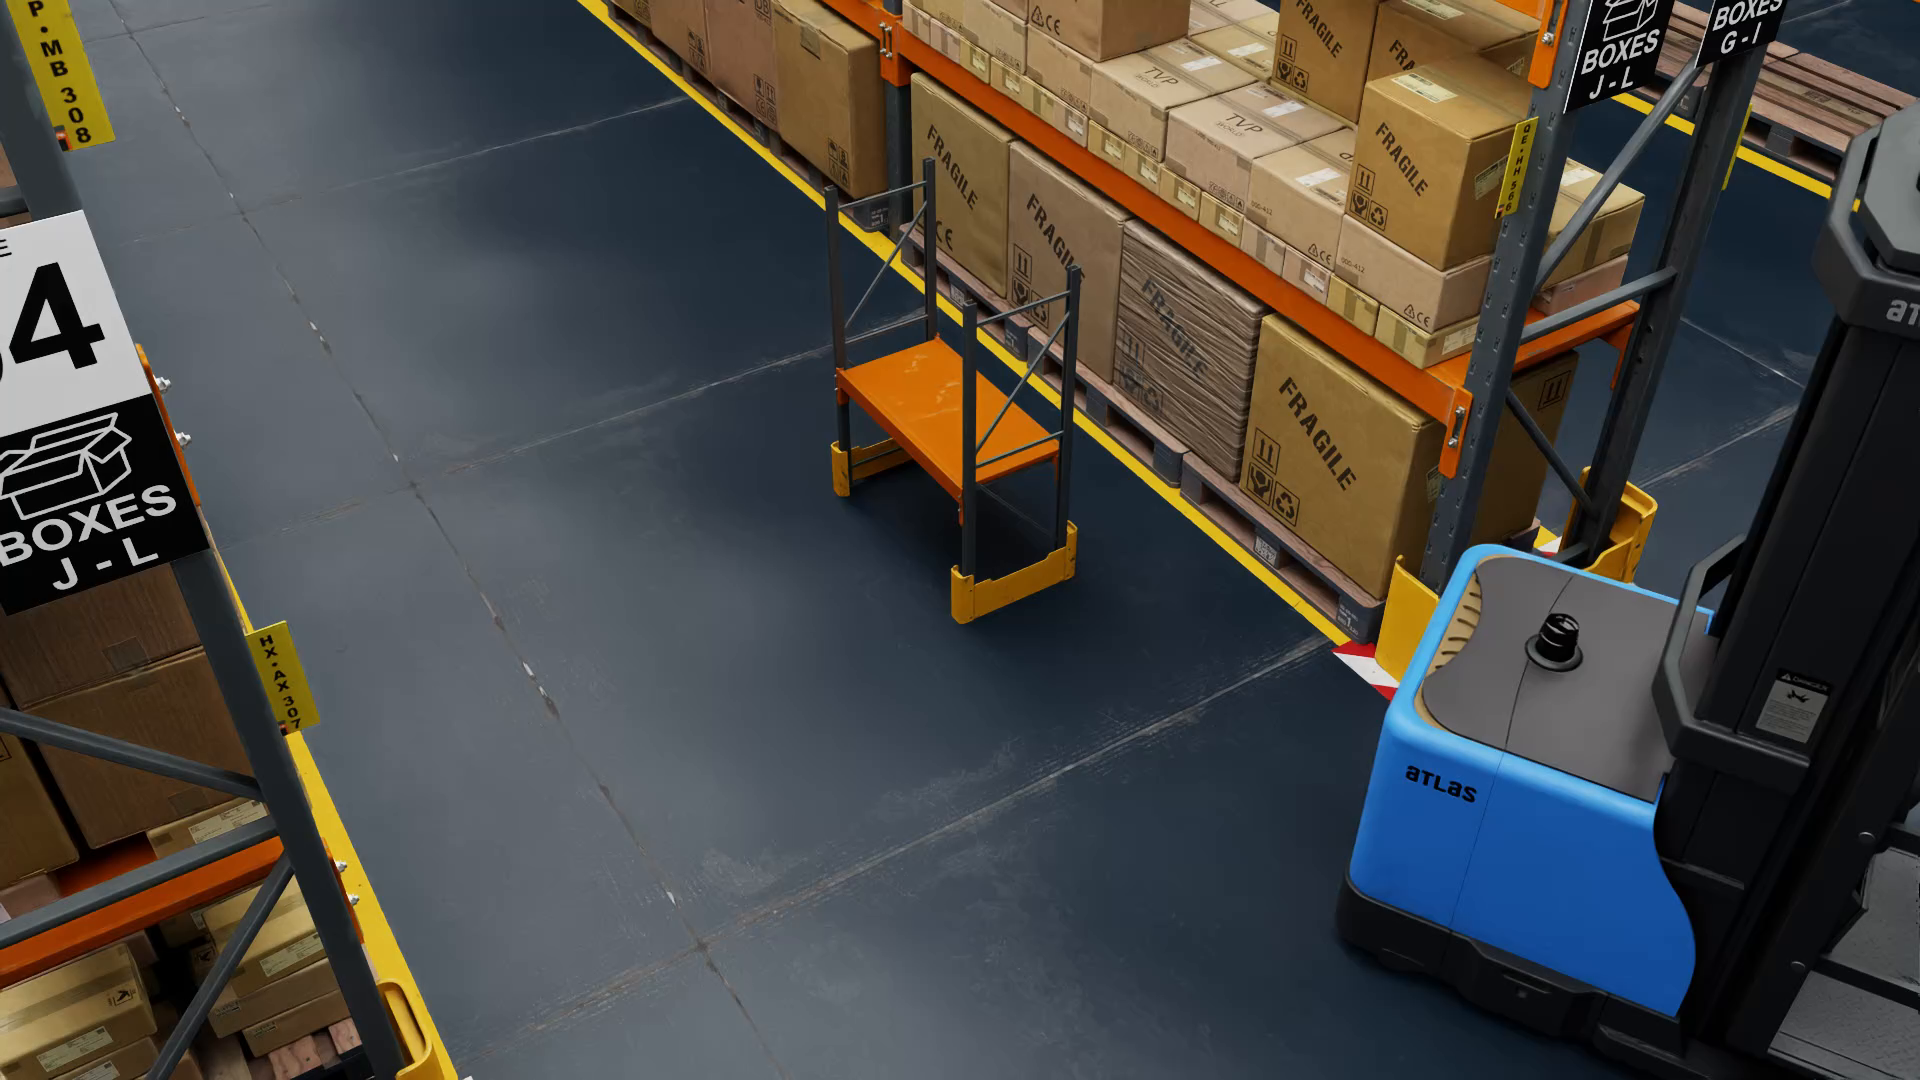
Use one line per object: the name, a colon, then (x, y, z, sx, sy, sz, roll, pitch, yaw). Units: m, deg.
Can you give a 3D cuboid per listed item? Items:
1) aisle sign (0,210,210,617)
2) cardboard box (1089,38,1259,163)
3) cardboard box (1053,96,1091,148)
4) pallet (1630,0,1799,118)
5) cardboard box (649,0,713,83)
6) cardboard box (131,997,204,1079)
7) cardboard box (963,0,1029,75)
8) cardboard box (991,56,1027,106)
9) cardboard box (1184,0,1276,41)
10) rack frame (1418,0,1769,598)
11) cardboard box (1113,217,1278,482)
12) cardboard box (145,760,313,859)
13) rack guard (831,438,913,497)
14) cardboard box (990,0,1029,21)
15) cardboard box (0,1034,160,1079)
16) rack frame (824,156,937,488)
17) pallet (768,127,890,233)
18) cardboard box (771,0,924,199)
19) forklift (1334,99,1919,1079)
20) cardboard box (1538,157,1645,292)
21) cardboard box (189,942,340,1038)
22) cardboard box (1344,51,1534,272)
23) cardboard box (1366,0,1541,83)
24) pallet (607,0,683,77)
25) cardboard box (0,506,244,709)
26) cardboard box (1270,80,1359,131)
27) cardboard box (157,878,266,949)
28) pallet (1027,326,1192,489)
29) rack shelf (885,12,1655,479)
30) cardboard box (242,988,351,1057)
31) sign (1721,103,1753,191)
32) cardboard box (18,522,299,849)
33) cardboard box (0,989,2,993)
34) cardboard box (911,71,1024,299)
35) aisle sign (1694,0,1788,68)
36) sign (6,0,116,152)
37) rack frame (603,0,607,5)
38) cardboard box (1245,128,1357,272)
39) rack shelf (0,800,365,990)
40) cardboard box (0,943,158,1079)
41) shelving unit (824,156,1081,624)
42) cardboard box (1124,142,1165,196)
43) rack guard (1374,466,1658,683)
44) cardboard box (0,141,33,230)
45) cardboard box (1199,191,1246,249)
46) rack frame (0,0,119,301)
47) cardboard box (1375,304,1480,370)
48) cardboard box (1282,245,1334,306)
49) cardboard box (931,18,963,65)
aisle sign: (-1.731, -0.218, 3.138, 0.394, 0.787, 0.004, -22, 45, -24)
cardboard box: (0.899, -1.864, 7.028, 0.500, 0.250, 0.500, -22, 45, -24)
cardboard box: (0.638, -1.897, 7.380, 0.380, 0.149, 0.250, -22, 44, -24)
pallet: (4.666, -3.218, 10.946, 1.003, 0.211, 1.213, -22, 45, -24)
cardboard box: (-1.263, -3.608, 10.569, 1.225, 0.875, 0.875, -22, 45, -24)
cardboard box: (-2.482, 1.566, 4.927, 0.380, 0.149, 0.250, -21, 44, -24)
cardboard box: (0.357, -2.410, 7.684, 0.500, 0.250, 0.500, -22, 45, -25)
cardboard box: (0.367, -2.172, 7.709, 0.380, 0.149, 0.250, -23, 45, -26)
cardboard box: (1.075, -2.322, 7.579, 0.500, 0.250, 0.500, -21, 44, -24)
rack frame: (2.213, -0.809, 5.877, 1.000, 3.000, 0.127, -22, 45, -24)
cardboard box: (1.312, -0.963, 7.394, 0.875, 0.875, 0.875, -22, 45, -24)
cardboard box: (-1.921, 0.653, 4.319, 0.380, 0.149, 0.250, -23, 45, -25)
rack guard: (-0.309, -0.406, 7.542, 0.587, 0.250, 0.087, -22, 45, -24)
cardboard box: (0.362, -2.697, 7.443, 0.500, 0.500, 0.500, -22, 45, -24)
cardboard box: (-2.548, 1.477, 4.801, 0.380, 0.149, 0.250, -23, 45, -25)
rack frame: (-0.319, -0.897, 7.154, 0.500, 1.500, 0.032, -22, 45, -24)
pallet: (-0.417, -2.287, 9.829, 1.003, 0.211, 1.213, -22, 45, -24)
cardboard box: (-0.299, -2.651, 9.420, 1.225, 0.875, 0.875, -22, 45, -24)
forklift: (2.803, 0.410, 4.468, 3.031, 2.935, 1.130, 19, 43, 22)
cardboard box: (2.182, -1.217, 6.252, 0.500, 0.250, 0.500, -23, 45, -25)
cardboard box: (-2.089, 1.293, 5.022, 0.380, 0.149, 0.250, -20, 44, -23)
cardboard box: (1.729, -1.326, 5.797, 0.500, 0.500, 0.500, -22, 44, -24)
cardboard box: (1.913, -1.775, 6.336, 0.500, 0.500, 0.500, -23, 45, -25)
pallet: (-1.729, -3.604, 11.410, 1.003, 0.211, 1.213, -22, 45, -24)
cardboard box: (-2.041, -0.026, 3.847, 0.500, 0.500, 0.500, -22, 45, -25)
cardboard box: (1.630, -1.768, 6.913, 0.500, 0.250, 0.500, -24, 45, -26)
cardboard box: (-2.269, 1.042, 5.090, 0.380, 0.149, 0.250, -21, 44, -24)
pallet: (1.065, -0.800, 8.045, 1.003, 0.211, 1.213, -22, 45, -24)
rack shelf: (1.137, -1.612, 7.403, 1.077, 0.370, 4.000, -22, 45, -24)
cardboard box: (-2.035, 1.385, 5.144, 0.380, 0.149, 0.250, -21, 44, -24)
sign: (2.684, -1.359, 5.800, 0.100, 0.325, 0.005, -22, 45, -24)
cardboard box: (-2.032, 0.354, 4.171, 0.500, 0.500, 0.500, -20, 44, -22)
cardboard box: (-2.829, 1.197, 5.137, 0.380, 0.149, 0.250, -24, 45, -26)
cardboard box: (0.349, -1.929, 8.553, 0.875, 0.875, 0.875, -22, 45, -24)
aisle sign: (2.504, -1.872, 5.122, 0.394, 0.787, 0.004, -22, 45, -24)
sign: (-1.566, -0.831, 2.878, 0.100, 0.325, 0.005, -22, 45, -24)
rack frame: (-2.089, -5.126, 11.059, 1.000, 3.000, 0.127, -22, 45, -24)
cardboard box: (1.456, -1.309, 6.363, 0.500, 0.250, 0.500, -23, 45, -25)
rack shelf: (-3.099, 0.041, 5.419, 1.077, 0.370, 4.000, -22, 45, -24)
cardboard box: (-2.522, 1.351, 4.720, 0.380, 0.149, 0.250, -22, 44, -24)
shelving unit: (-0.041, -0.617, 6.819, 0.587, 1.500, 1.083, -22, 45, -24)
cardboard box: (0.922, -1.616, 7.042, 0.380, 0.149, 0.250, -21, 44, -24)
rack guard: (2.226, 0.165, 6.662, 1.175, 0.500, 0.348, -22, 45, -24)
cardboard box: (-2.046, -0.774, 3.220, 0.500, 0.250, 0.500, -21, 44, -24)
cardboard box: (1.193, -1.342, 6.713, 0.380, 0.149, 0.250, -23, 45, -25)
rack frame: (-2.024, -1.461, 1.973, 1.000, 3.000, 0.127, -22, 45, -24)
cardboard box: (1.744, -0.791, 6.052, 0.380, 0.149, 0.250, -21, 44, -24)
cardboard box: (1.468, -1.067, 6.384, 0.380, 0.149, 0.250, -22, 45, -24)
cardboard box: (0.082, -2.455, 8.049, 0.380, 0.149, 0.250, -24, 45, -26)
